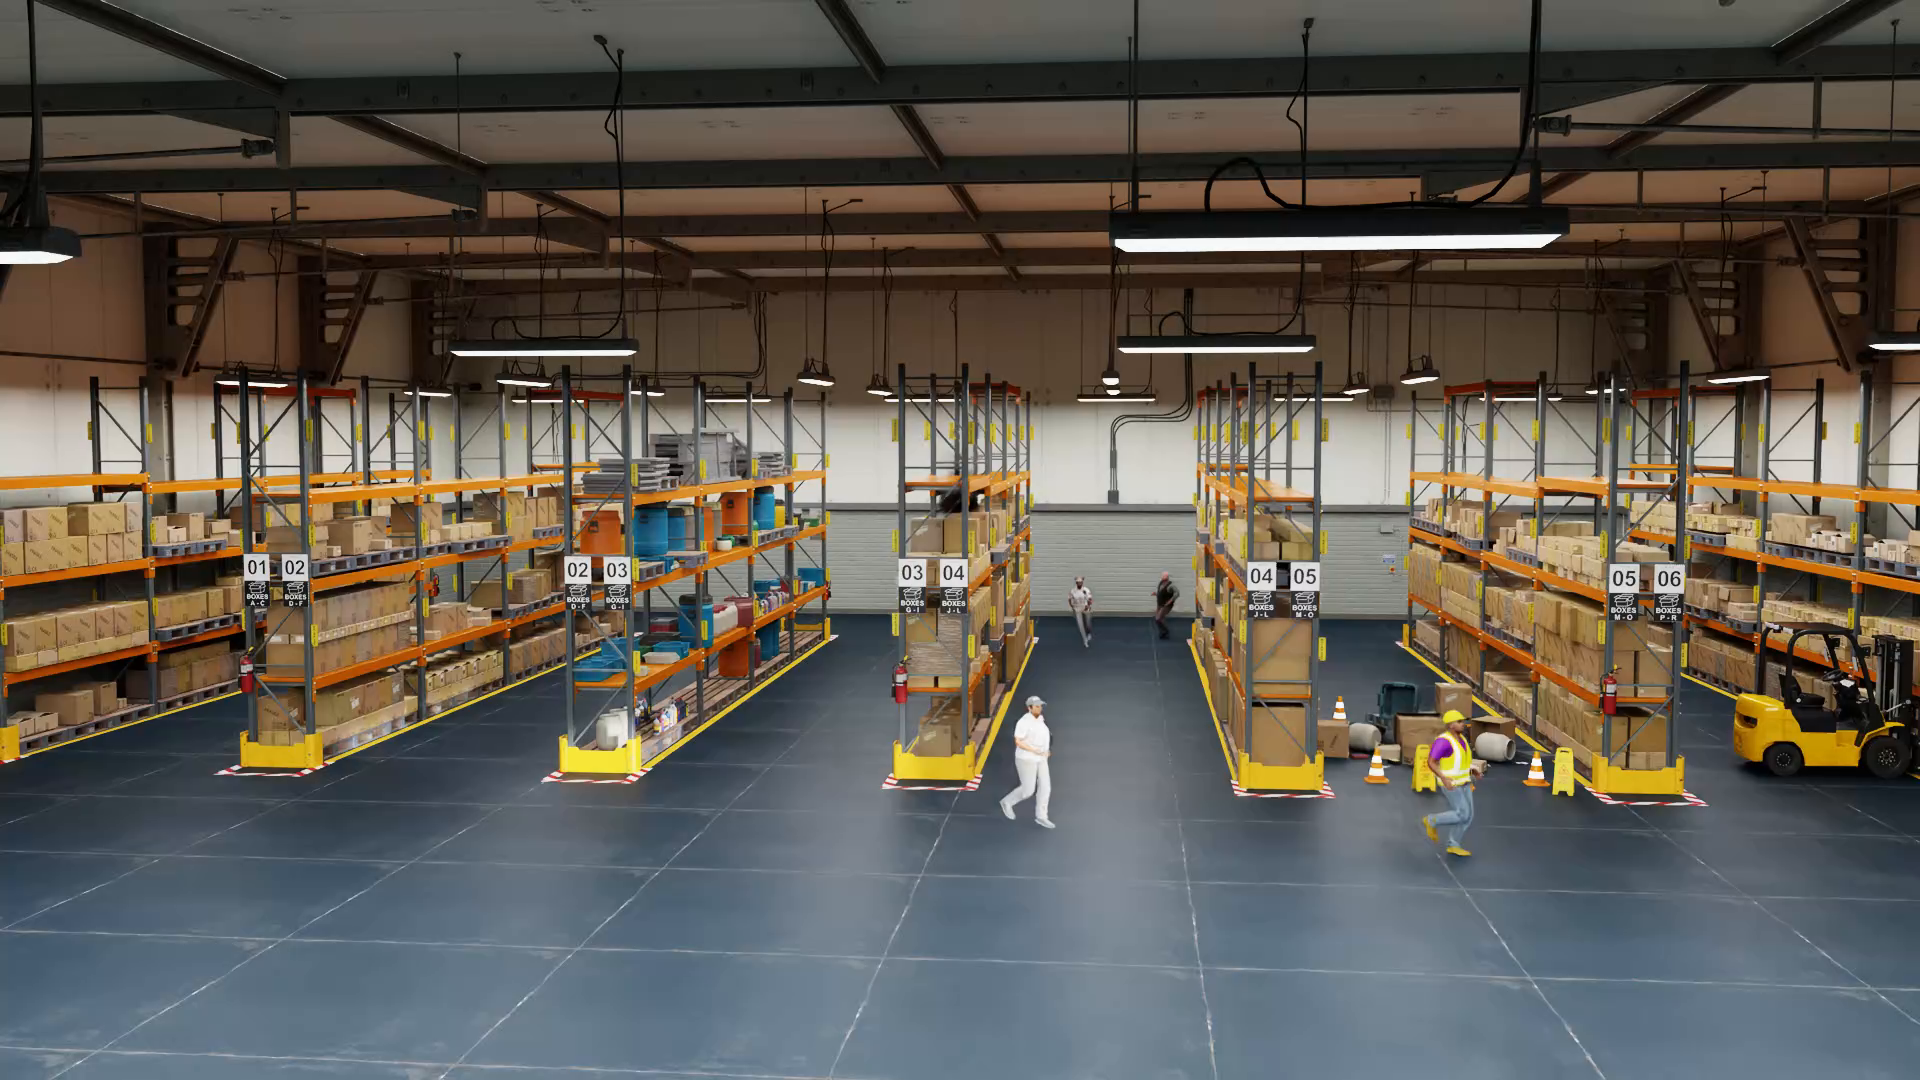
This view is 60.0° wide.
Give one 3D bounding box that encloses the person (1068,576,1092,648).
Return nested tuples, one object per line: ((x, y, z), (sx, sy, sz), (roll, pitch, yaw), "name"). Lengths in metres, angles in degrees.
((2.834, 1.674, 39.173), (0.572, 1.662, 0.789), (0, 4, 5), "person")

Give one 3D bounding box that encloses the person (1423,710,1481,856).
((5.851, 2.877, 19.789), (0.704, 1.719, 0.589), (-4, 5, -44), "person")

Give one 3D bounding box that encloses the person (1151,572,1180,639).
((4.939, 1.592, 40.325), (0.626, 1.662, 0.677), (-2, 4, -24), "person")

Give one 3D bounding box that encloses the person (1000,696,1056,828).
((0.896, 2.826, 21.276), (0.770, 1.666, 0.631), (3, 5, 39), "person")
